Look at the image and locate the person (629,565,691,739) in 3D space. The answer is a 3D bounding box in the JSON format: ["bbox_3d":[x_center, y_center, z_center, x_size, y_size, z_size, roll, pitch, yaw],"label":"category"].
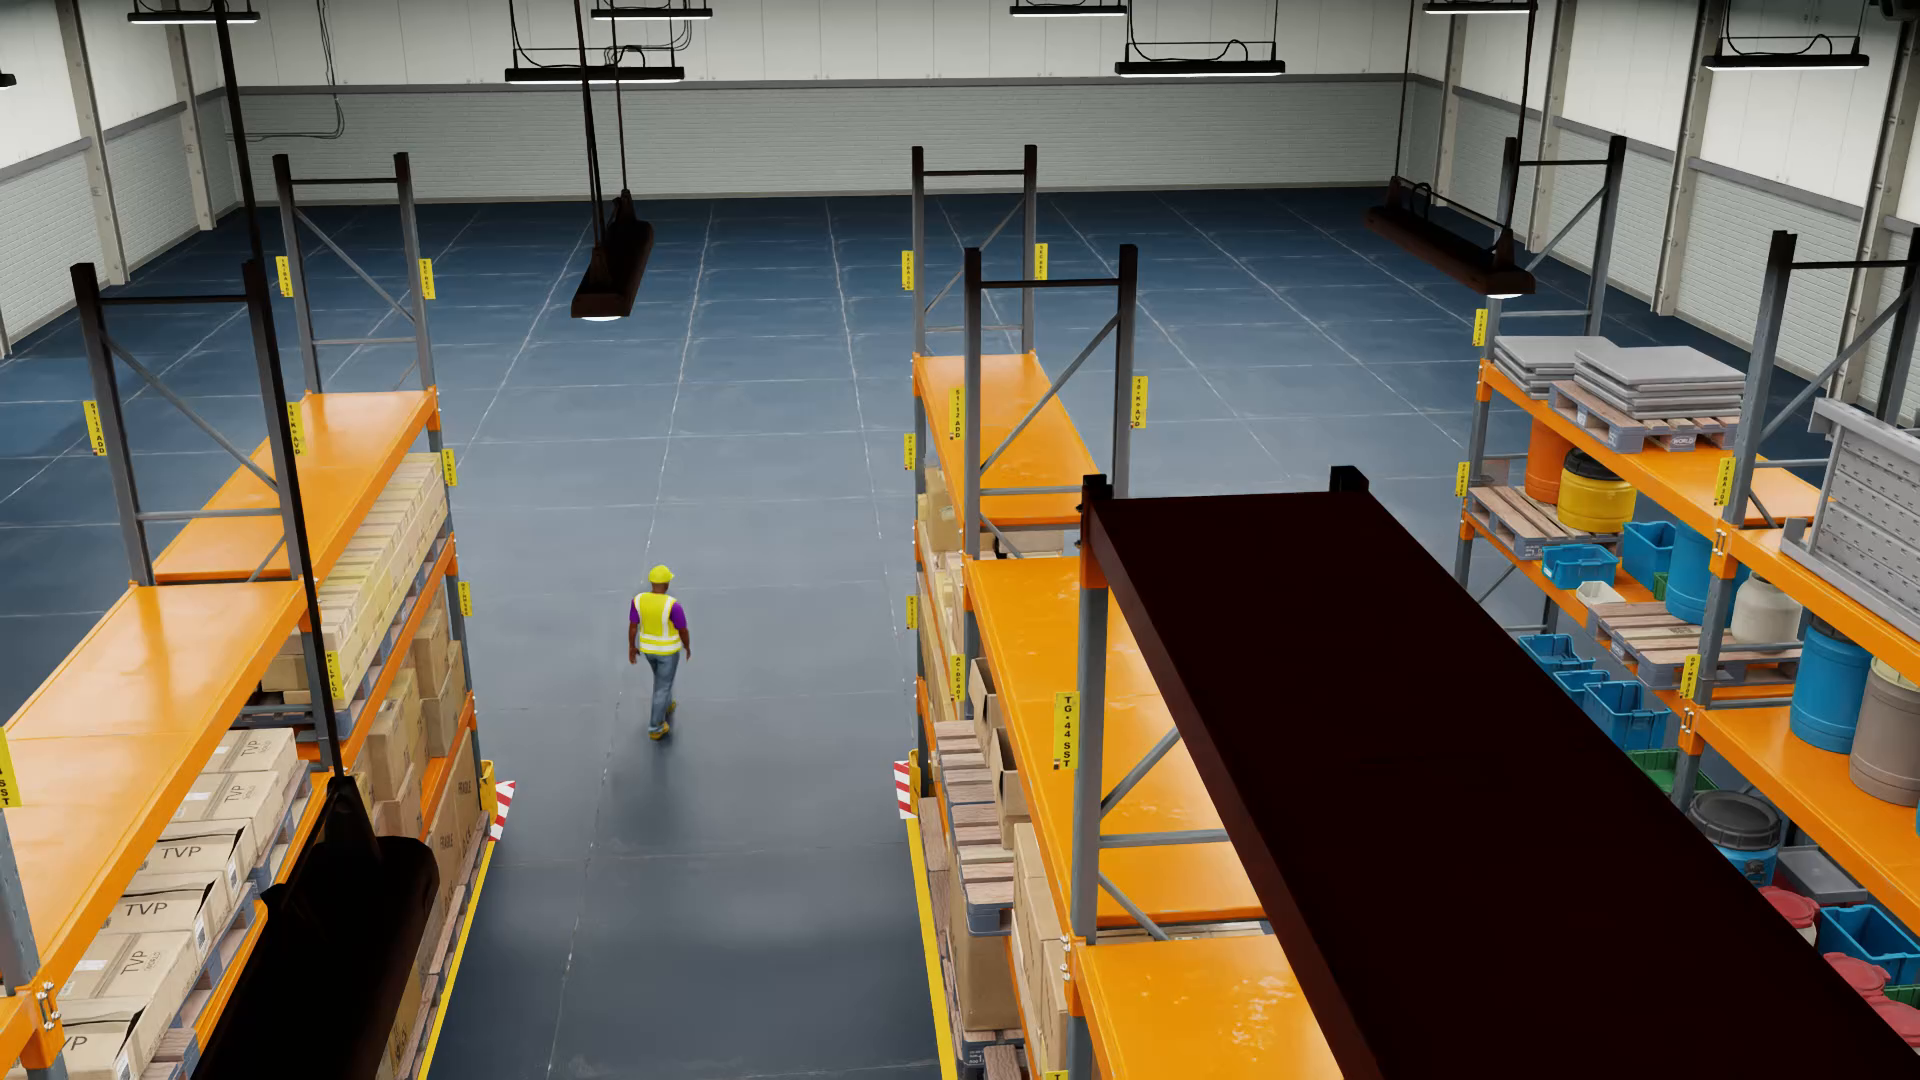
[{"bbox_3d":[-2.938,1.046,16.590,0.606,1.739,0.849,9,23,23],"label":"person"}]
